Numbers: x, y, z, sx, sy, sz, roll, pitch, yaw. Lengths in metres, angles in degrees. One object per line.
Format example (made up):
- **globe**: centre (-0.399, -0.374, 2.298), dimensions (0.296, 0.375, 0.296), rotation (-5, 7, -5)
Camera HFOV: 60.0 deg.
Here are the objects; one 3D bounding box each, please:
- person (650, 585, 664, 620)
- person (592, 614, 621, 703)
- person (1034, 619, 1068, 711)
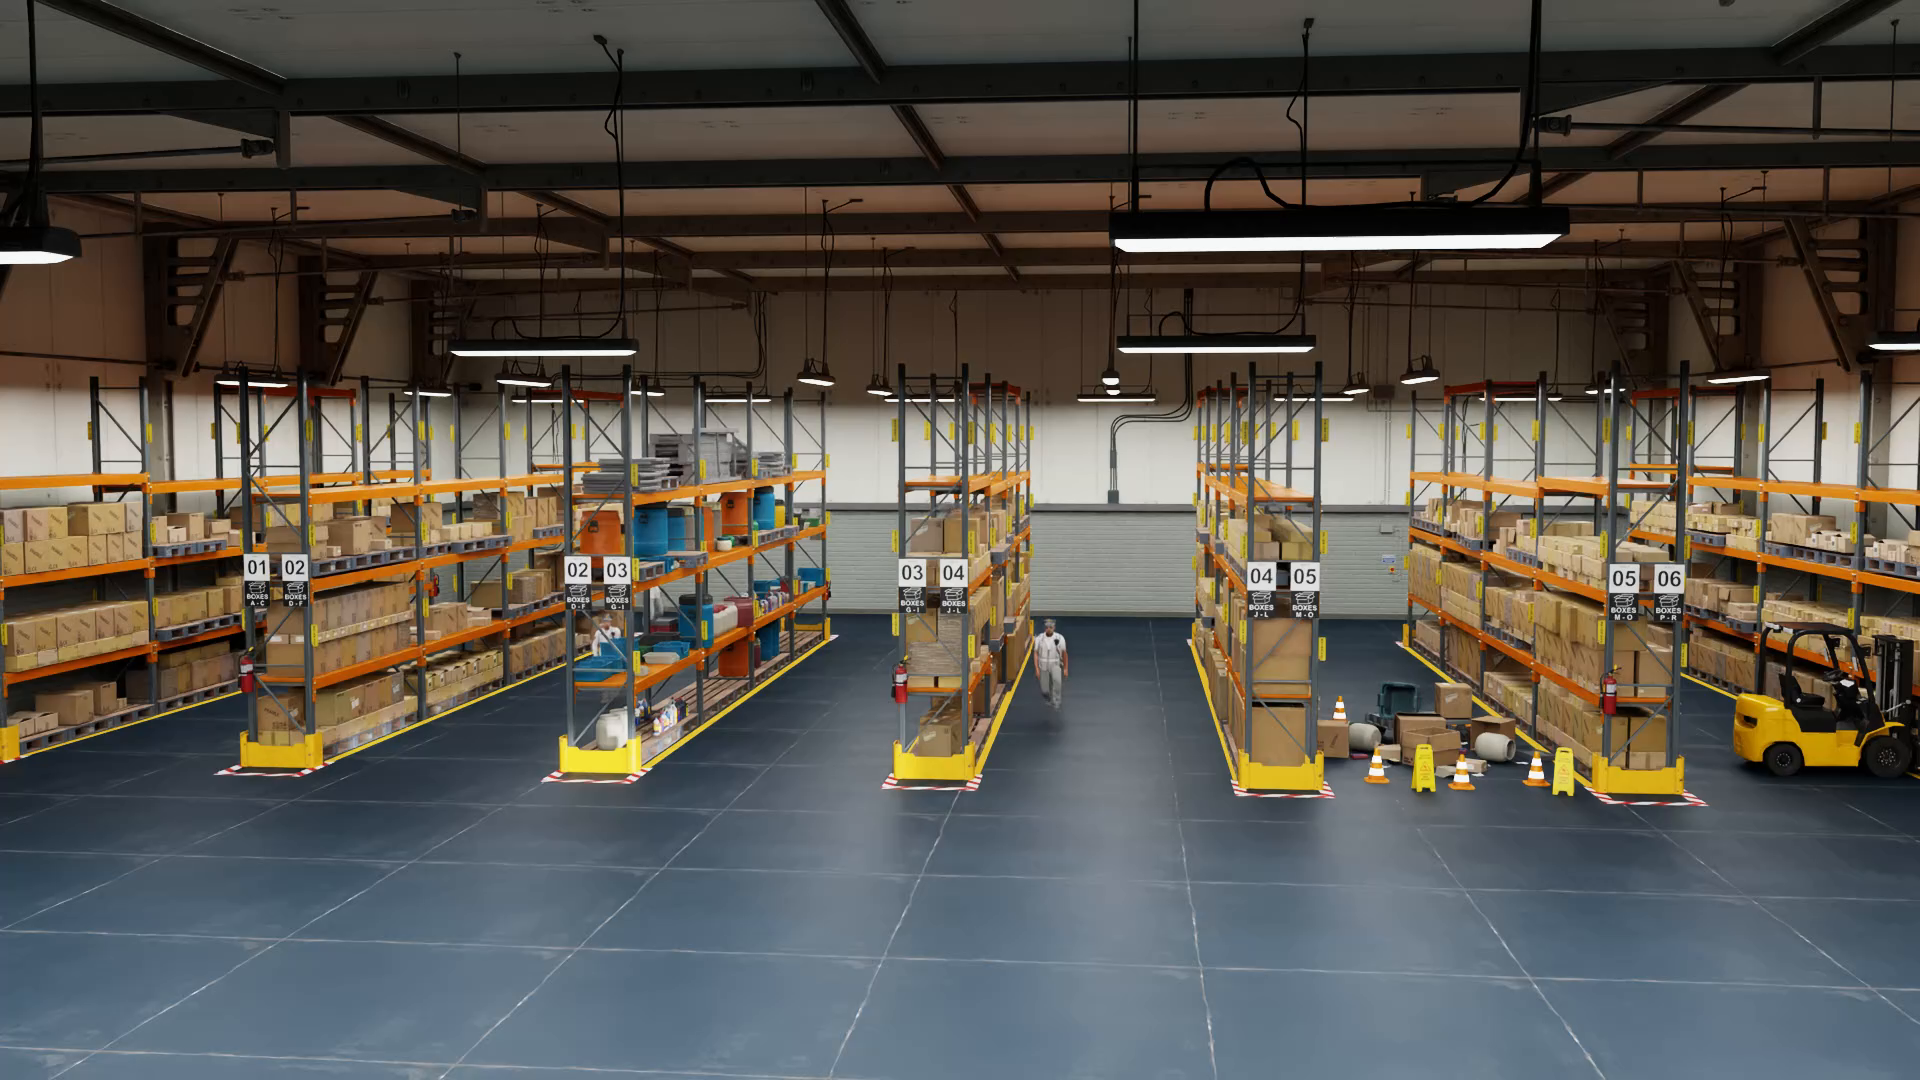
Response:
- **person**: centre (-7.758, 1.468, 41.969), dimensions (0.475, 1.647, 0.550), rotation (-3, 5, -36)
- **person**: centre (-6.572, 2.193, 31.079), dimensions (0.583, 1.659, 0.548), rotation (0, 4, -5)
- **person**: centre (1.542, 2.117, 28.581), dimensions (0.578, 1.540, 0.979), rotation (1, 4, 14)
